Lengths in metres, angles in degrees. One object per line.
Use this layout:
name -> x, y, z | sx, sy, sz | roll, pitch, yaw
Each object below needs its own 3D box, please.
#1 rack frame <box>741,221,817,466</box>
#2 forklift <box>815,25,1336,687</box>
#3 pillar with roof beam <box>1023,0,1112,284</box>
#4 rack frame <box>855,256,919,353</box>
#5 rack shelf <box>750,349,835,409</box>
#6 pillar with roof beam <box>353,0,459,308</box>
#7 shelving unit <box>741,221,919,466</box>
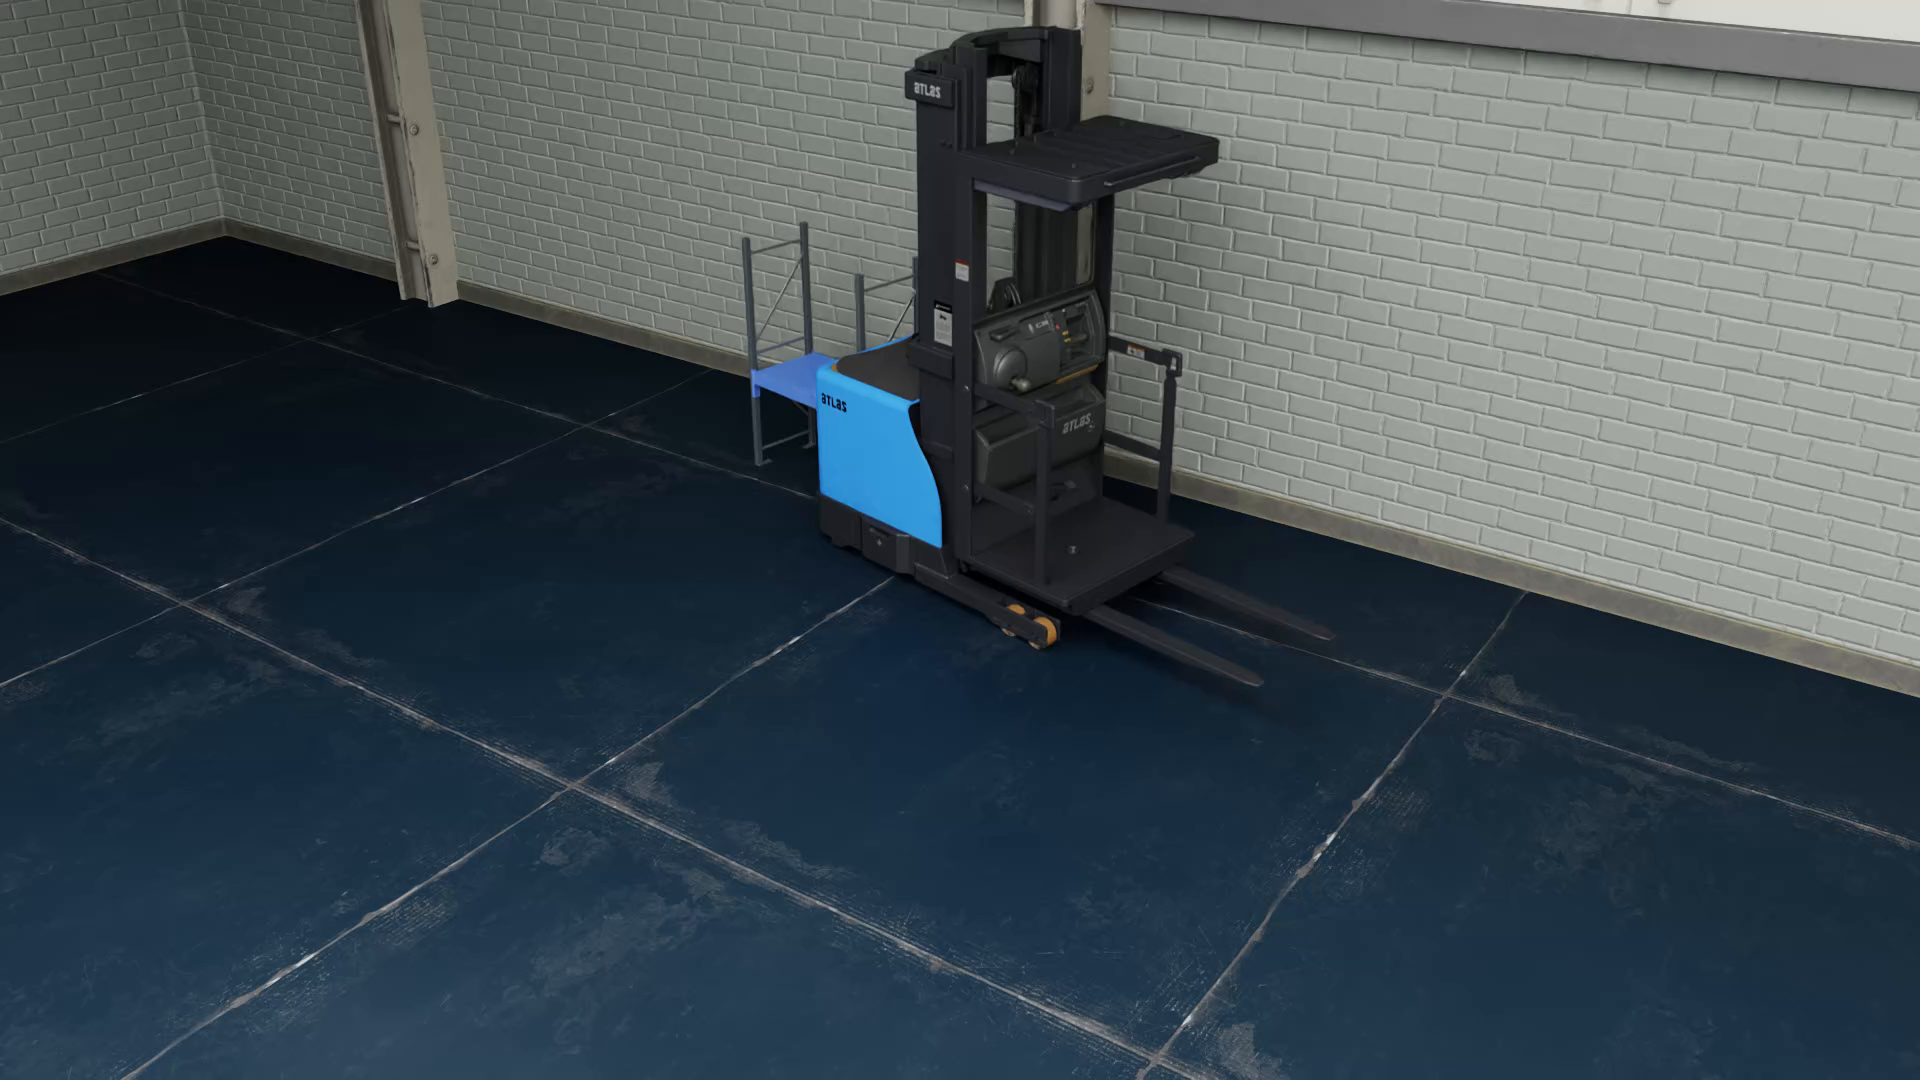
rack frame -> -1.131, -1.228, 10.509 | 0.032, 1.500, 0.500 | 24, 36, 39
forklift -> 0.573, -1.004, 8.491 | 3.031, 2.935, 1.130 | 24, 36, 39
pillar with roof beam -> -1.833, -2.846, 5.420 | 0.400, 9.000, 9.100 | 17, 32, 30
rack frame -> -0.409, -0.903, 9.871 | 0.032, 1.500, 0.500 | 24, 36, 39
rack shelf -> -0.770, -0.905, 10.272 | 1.000, 0.185, 0.538 | 24, 36, 39
pillar with roof beam -> -6.779, -4.386, 8.447 | 0.400, 9.000, 9.100 | 17, 32, 30
shelving unit -> -0.770, -1.066, 10.190 | 1.048, 1.500, 0.538 | 24, 36, 39
